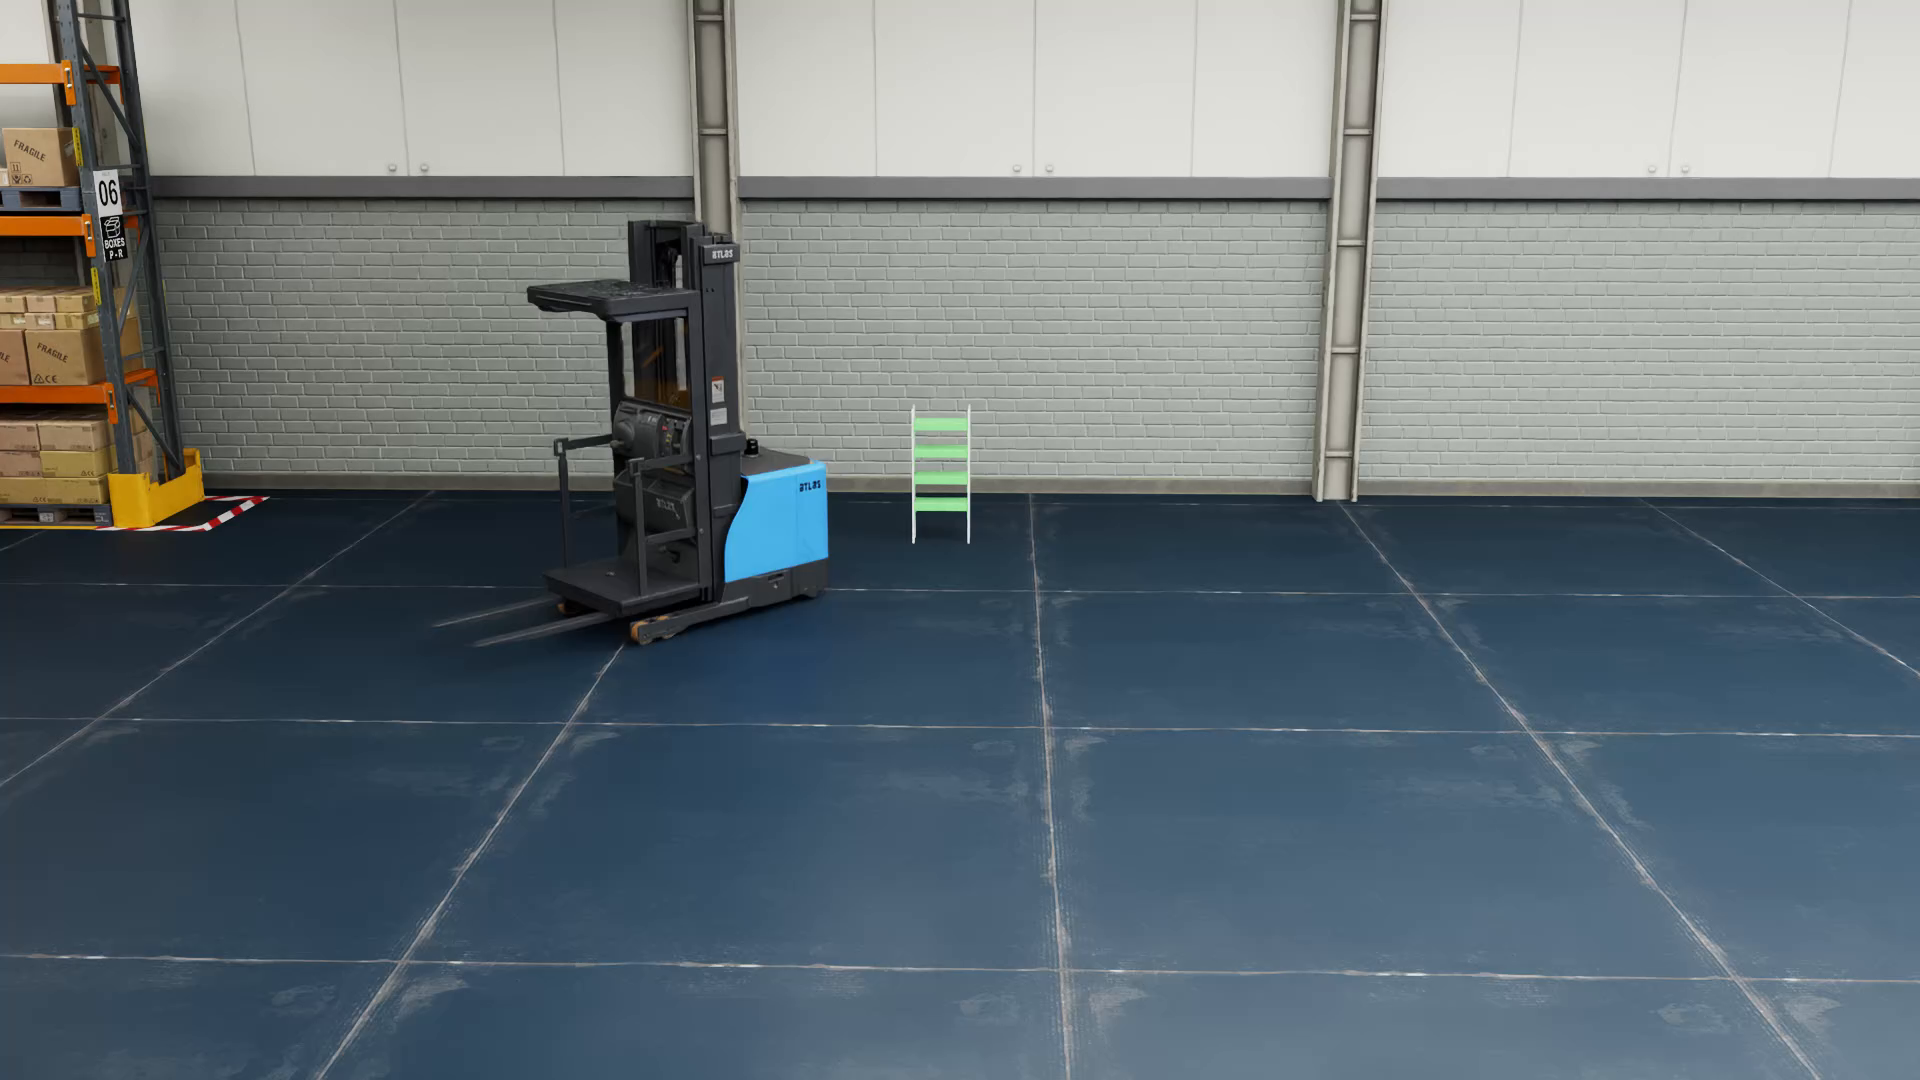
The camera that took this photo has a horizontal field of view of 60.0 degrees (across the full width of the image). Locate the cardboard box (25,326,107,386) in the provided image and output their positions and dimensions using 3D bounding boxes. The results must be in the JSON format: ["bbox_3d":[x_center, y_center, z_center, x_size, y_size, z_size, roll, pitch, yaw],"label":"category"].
[{"bbox_3d":[-8.129,-1.696,15.193,0.500,0.500,0.500,0,15,0],"label":"cardboard box"}]

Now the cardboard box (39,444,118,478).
[{"bbox_3d":[-8.125,-0.750,15.391,0.500,0.250,0.500,0,15,1],"label":"cardboard box"}]

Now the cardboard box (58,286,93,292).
[{"bbox_3d":[-8.225,-2.292,15.596,0.250,0.149,0.380,1,15,3],"label":"cardboard box"}]

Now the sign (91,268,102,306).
[{"bbox_3d":[-7.658,-2.248,14.745,0.005,0.325,0.100,0,15,1],"label":"sign"}]

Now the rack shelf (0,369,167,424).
[{"bbox_3d":[-9.630,-1.377,15.589,4.000,0.370,1.077,0,15,1],"label":"rack shelf"}]

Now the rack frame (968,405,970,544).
[{"bbox_3d":[0.078,-0.580,14.685,0.015,1.200,0.240,0,15,1],"label":"rack frame"}]

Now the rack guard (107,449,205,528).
[{"bbox_3d":[-7.606,-0.503,15.766,0.348,0.500,1.175,0,15,1],"label":"rack guard"}]

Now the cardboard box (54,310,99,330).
[{"bbox_3d":[-7.984,-2.004,15.090,0.250,0.149,0.380,1,15,2],"label":"cardboard box"}]

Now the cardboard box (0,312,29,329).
[{"bbox_3d":[-8.498,-2.016,15.133,0.250,0.149,0.380,1,15,2],"label":"cardboard box"}]

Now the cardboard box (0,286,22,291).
[{"bbox_3d":[-8.997,-2.283,15.564,0.250,0.149,0.380,1,15,3],"label":"cardboard box"}]

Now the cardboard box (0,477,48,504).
[{"bbox_3d":[-8.605,-0.513,15.472,0.500,0.250,0.500,0,15,1],"label":"cardboard box"}]

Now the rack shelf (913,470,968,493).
[{"bbox_3d":[-0.165,-0.519,14.707,0.480,0.148,0.258,0,15,1],"label":"rack shelf"}]

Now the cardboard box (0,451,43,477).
[{"bbox_3d":[-8.626,-0.756,15.414,0.500,0.250,0.500,0,15,1],"label":"cardboard box"}]

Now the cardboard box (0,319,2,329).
[{"bbox_3d":[-8.746,-2.020,15.150,0.250,0.149,0.380,0,15,1],"label":"cardboard box"}]

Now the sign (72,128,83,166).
[{"bbox_3d":[-7.658,-3.414,14.438,0.005,0.325,0.100,0,15,1],"label":"sign"}]

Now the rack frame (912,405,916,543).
[{"bbox_3d":[-0.409,-0.583,14.697,0.015,1.200,0.240,0,15,1],"label":"rack frame"}]

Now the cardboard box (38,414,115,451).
[{"bbox_3d":[-8.099,-0.992,15.327,0.500,0.250,0.500,1,15,3],"label":"cardboard box"}]

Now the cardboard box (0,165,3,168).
[{"bbox_3d":[-8.720,-3.278,14.749,0.258,0.266,0.396,0,15,2],"label":"cardboard box"}]

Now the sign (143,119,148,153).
[{"bbox_3d":[-7.610,-3.764,15.480,0.005,0.325,0.100,0,15,1],"label":"sign"}]

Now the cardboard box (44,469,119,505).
[{"bbox_3d":[-8.108,-0.508,15.451,0.500,0.250,0.500,0,15,2],"label":"cardboard box"}]

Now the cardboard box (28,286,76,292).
[{"bbox_3d":[-8.486,-2.282,15.561,0.250,0.149,0.380,1,15,2],"label":"cardboard box"}]

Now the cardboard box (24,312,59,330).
[{"bbox_3d":[-8.240,-1.998,15.067,0.250,0.149,0.380,1,15,2],"label":"cardboard box"}]

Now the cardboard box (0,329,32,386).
[{"bbox_3d":[-8.647,-1.702,15.215,0.500,0.500,0.500,1,15,3],"label":"cardboard box"}]

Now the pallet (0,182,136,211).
[{"bbox_3d":[-8.336,-3.130,15.119,1.213,0.211,1.003,0,15,1],"label":"pallet"}]

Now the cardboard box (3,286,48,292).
[{"bbox_3d":[-8.733,-2.288,15.581,0.250,0.149,0.380,0,15,2],"label":"cardboard box"}]

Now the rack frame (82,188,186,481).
[{"bbox_3d":[-7.630,-1.712,15.447,0.127,3.000,1.000,0,15,1],"label":"rack frame"}]

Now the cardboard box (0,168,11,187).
[{"bbox_3d":[-8.466,-3.220,14.757,0.250,0.149,0.380,0,15,0],"label":"cardboard box"}]

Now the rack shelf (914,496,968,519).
[{"bbox_3d":[-0.165,-0.287,14.769,0.480,0.148,0.258,0,15,1],"label":"rack shelf"}]

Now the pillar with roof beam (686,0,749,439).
[{"bbox_3d":[-2.415,-3.710,11.261,0.400,9.000,9.100,0,15,1],"label":"pillar with roof beam"}]

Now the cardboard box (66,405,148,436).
[{"bbox_3d":[-8.106,-1.120,15.812,0.500,0.250,0.500,0,15,1],"label":"cardboard box"}]

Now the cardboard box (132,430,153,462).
[{"bbox_3d":[-8.095,-0.883,15.893,0.500,0.250,0.500,1,15,2],"label":"cardboard box"}]

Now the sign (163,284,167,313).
[{"bbox_3d":[-7.610,-2.310,15.863,0.005,0.325,0.100,0,15,1],"label":"sign"}]

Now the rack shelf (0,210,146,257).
[{"bbox_3d":[-9.630,-2.827,15.206,4.000,0.370,1.077,0,15,1],"label":"rack shelf"}]

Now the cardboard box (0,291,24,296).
[{"bbox_3d":[-8.750,-2.175,15.154,0.250,0.149,0.380,0,15,2],"label":"cardboard box"}]

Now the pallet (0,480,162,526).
[{"bbox_3d":[-8.396,-0.358,15.782,1.213,0.211,1.003,0,15,1],"label":"pallet"}]

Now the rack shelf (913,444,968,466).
[{"bbox_3d":[-0.165,-0.752,14.646,0.480,0.148,0.258,0,15,1],"label":"rack shelf"}]

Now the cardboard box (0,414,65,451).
[{"bbox_3d":[-8.609,-0.994,15.334,0.500,0.250,0.500,1,15,2],"label":"cardboard box"}]

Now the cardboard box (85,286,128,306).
[{"bbox_3d":[-7.961,-2.274,15.529,0.250,0.149,0.380,0,15,0],"label":"cardboard box"}]

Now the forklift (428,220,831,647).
[{"bbox_3d":[-2.431,-0.812,12.172,3.031,2.935,1.130,-14,20,-42],"label":"forklift"}]

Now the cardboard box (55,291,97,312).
[{"bbox_3d":[-7.994,-2.166,15.119,0.250,0.149,0.380,0,15,2],"label":"cardboard box"}]

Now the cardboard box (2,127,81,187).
[{"bbox_3d":[-8.079,-3.402,14.761,0.500,0.500,0.500,1,15,3],"label":"cardboard box"}]

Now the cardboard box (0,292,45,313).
[{"bbox_3d":[-8.503,-2.154,15.075,0.250,0.149,0.380,1,15,3],"label":"cardboard box"}]

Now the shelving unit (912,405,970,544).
[{"bbox_3d":[-0.165,-0.581,14.691,0.503,1.200,0.258,0,15,1],"label":"shelving unit"}]

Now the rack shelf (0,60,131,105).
[{"bbox_3d":[-9.630,-4.084,14.874,4.000,0.370,1.077,0,15,1],"label":"rack shelf"}]

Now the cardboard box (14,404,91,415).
[{"bbox_3d":[-8.606,-1.122,15.821,0.500,0.250,0.500,0,15,2],"label":"cardboard box"}]

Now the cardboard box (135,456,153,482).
[{"bbox_3d":[-8.116,-0.638,15.946,0.500,0.250,0.500,0,15,2],"label":"cardboard box"}]

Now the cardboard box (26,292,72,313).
[{"bbox_3d":[-8.241,-2.160,15.095,0.250,0.149,0.380,0,15,2],"label":"cardboard box"}]

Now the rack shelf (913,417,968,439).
[{"bbox_3d":[-0.165,-0.984,14.585,0.480,0.148,0.258,0,15,1],"label":"rack shelf"}]

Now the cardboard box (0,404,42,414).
[{"bbox_3d":[-9.105,-1.128,15.843,0.500,0.250,0.500,0,15,1],"label":"cardboard box"}]

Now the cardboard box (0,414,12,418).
[{"bbox_3d":[-9.114,-0.995,15.337,0.500,0.250,0.500,1,15,2],"label":"cardboard box"}]

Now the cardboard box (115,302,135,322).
[{"bbox_3d":[-7.963,-2.142,15.611,0.250,0.149,0.380,0,15,0],"label":"cardboard box"}]

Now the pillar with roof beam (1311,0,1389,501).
[{"bbox_3d":[3.583,-3.671,11.113,0.400,9.000,9.100,0,15,1],"label":"pillar with roof beam"}]

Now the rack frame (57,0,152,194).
[{"bbox_3d":[-7.630,-4.612,14.682,0.127,3.000,1.000,0,15,1],"label":"rack frame"}]

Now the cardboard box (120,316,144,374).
[{"bbox_3d":[-8.118,-1.834,15.715,0.500,0.500,0.500,1,15,3],"label":"cardboard box"}]

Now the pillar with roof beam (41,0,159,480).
[{"bbox_3d":[-8.413,-3.749,11.409,0.400,9.000,9.100,0,15,1],"label":"pillar with roof beam"}]

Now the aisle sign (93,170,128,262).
[{"bbox_3d":[-7.572,-2.893,14.830,0.004,0.787,0.394,0,15,1],"label":"aisle sign"}]
